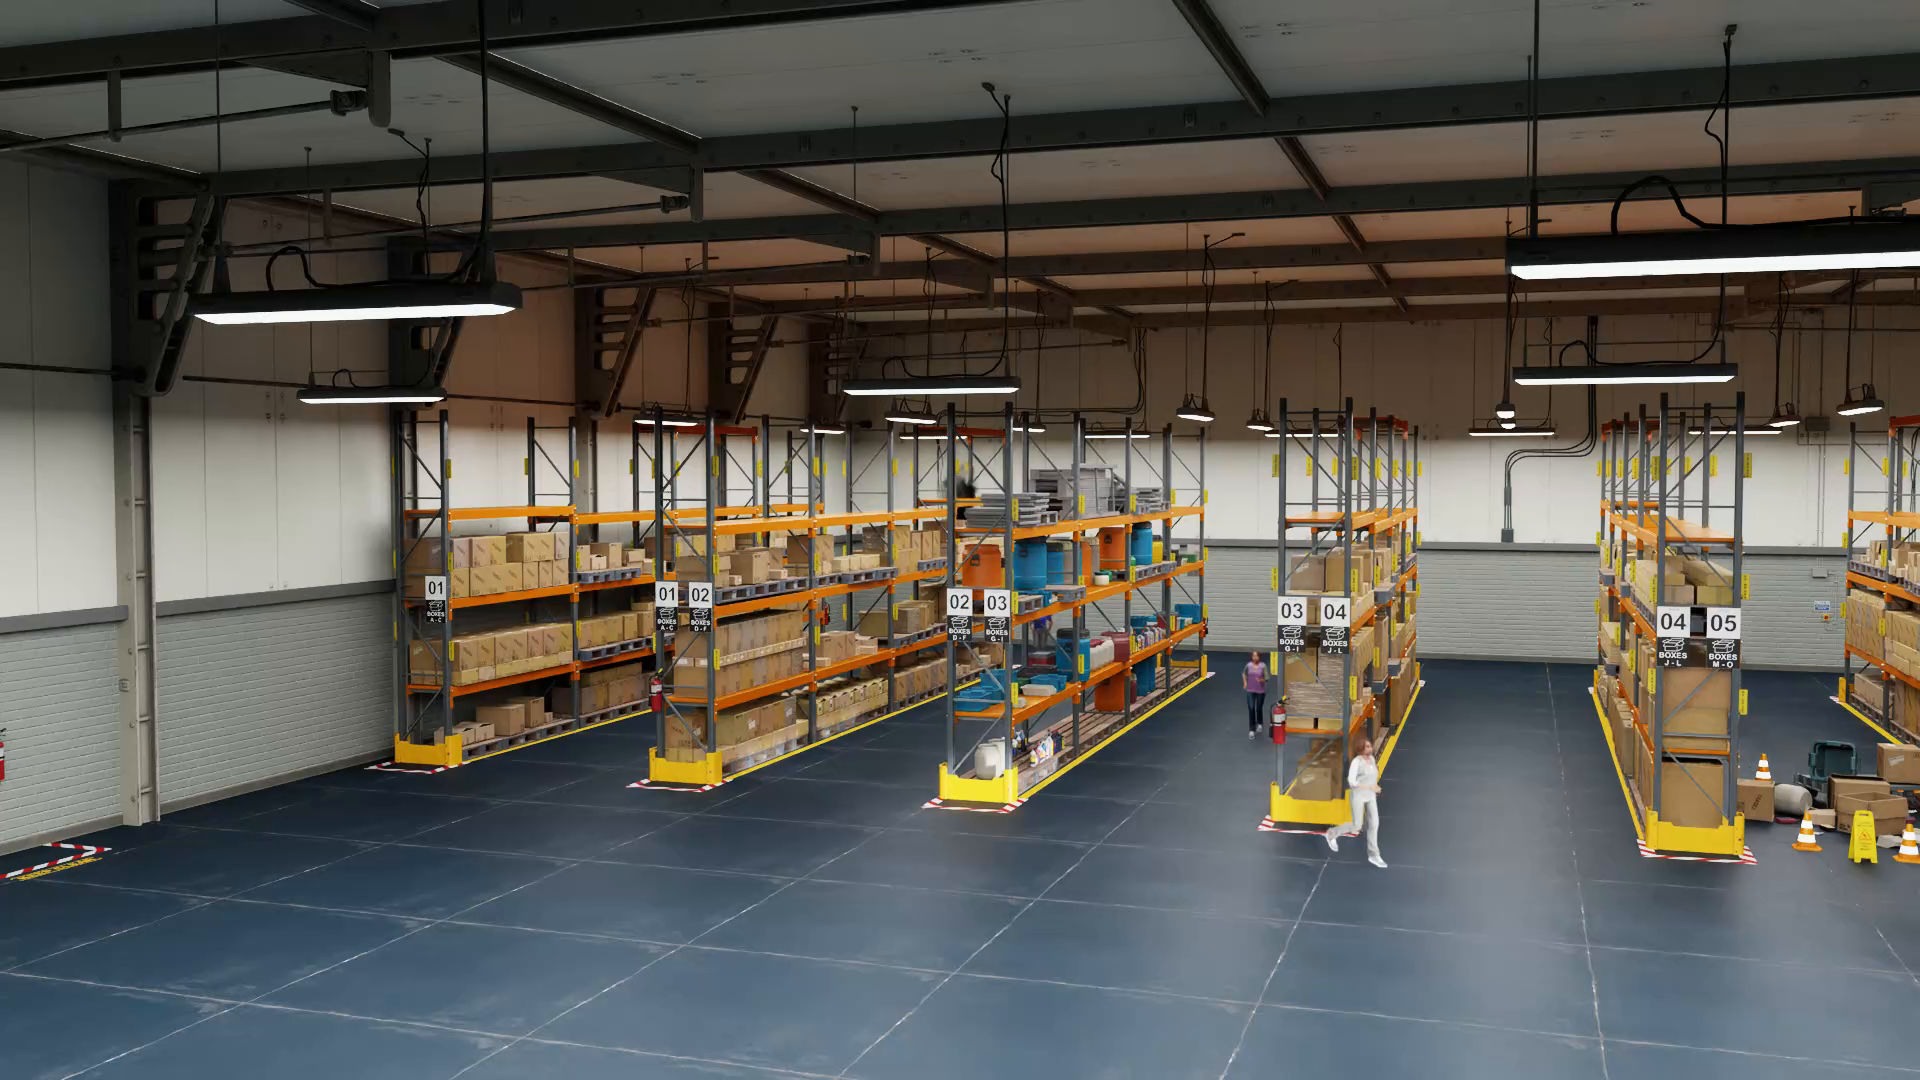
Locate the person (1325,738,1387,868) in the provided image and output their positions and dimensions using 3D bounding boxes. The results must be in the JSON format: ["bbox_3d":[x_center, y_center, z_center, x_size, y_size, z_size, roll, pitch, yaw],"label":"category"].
[{"bbox_3d":[5.078,3.304,21.142,0.550,1.598,0.860,-2,3,-38],"label":"person"}]

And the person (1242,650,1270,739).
[{"bbox_3d":[5.528,2.865,31.079,0.528,1.626,0.729,1,3,15],"label":"person"}]

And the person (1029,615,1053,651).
[{"bbox_3d":[1.877,2.254,39.447,0.582,1.633,0.490,1,3,15],"label":"person"}]
